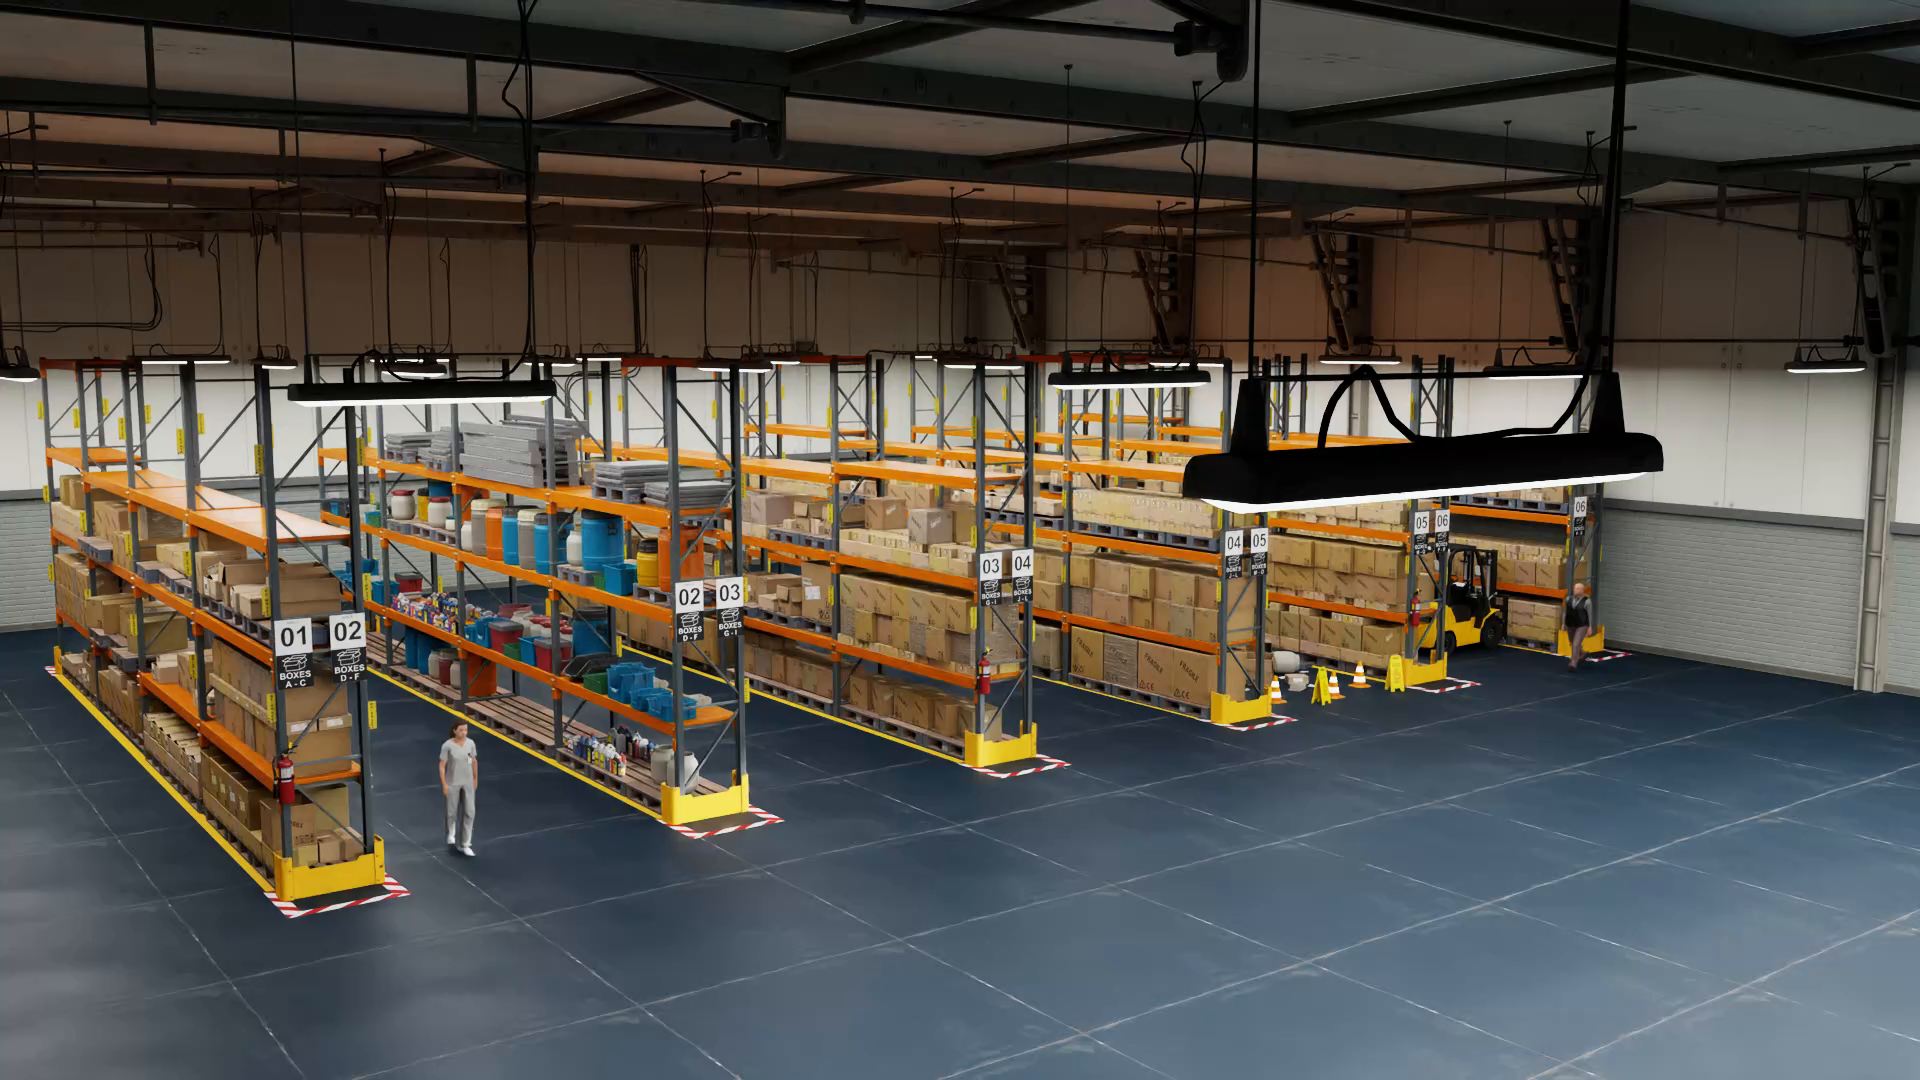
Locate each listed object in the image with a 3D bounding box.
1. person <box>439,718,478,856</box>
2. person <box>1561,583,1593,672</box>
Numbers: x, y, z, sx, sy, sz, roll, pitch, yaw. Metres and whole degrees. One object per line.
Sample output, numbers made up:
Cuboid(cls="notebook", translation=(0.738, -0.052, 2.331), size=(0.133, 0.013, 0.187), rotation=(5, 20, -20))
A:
Cuboid(cls="person", translation=(-6.223, 3.052, 20.703), size=(0.515, 1.683, 0.707), rotation=(-5, 9, -36))
Cuboid(cls="person", translation=(11.862, 1.659, 31.941), size=(0.964, 1.690, 0.555), rotation=(-6, 9, -42))
